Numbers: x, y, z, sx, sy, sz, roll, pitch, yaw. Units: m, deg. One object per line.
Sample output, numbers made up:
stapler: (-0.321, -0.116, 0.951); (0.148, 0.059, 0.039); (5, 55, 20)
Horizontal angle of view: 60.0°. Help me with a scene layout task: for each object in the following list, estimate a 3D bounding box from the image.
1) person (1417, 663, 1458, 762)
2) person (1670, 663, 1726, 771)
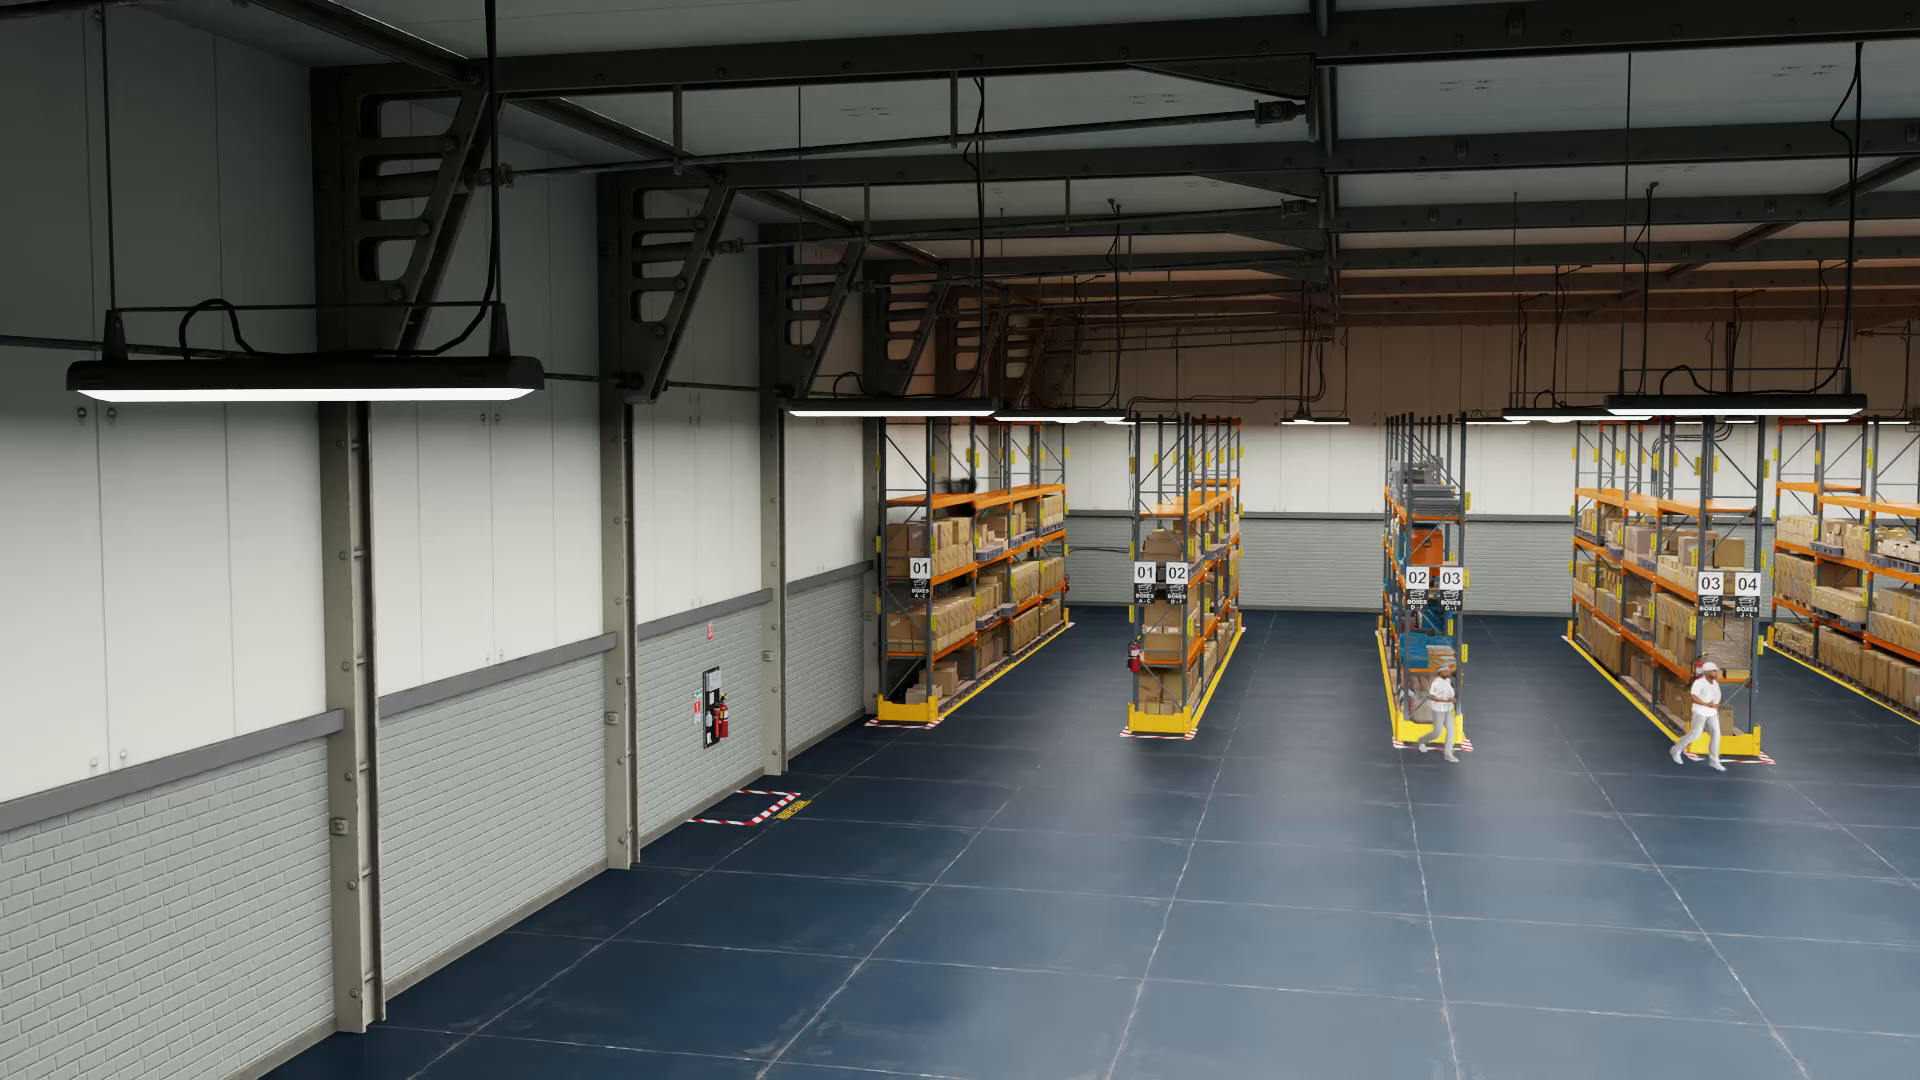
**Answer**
person: (8.268, 2.937, 28.641); (0.594, 1.679, 0.811); (-3, 5, -34)
person: (12.536, 2.934, 27.993); (0.762, 1.772, 0.931); (-2, 5, -31)
